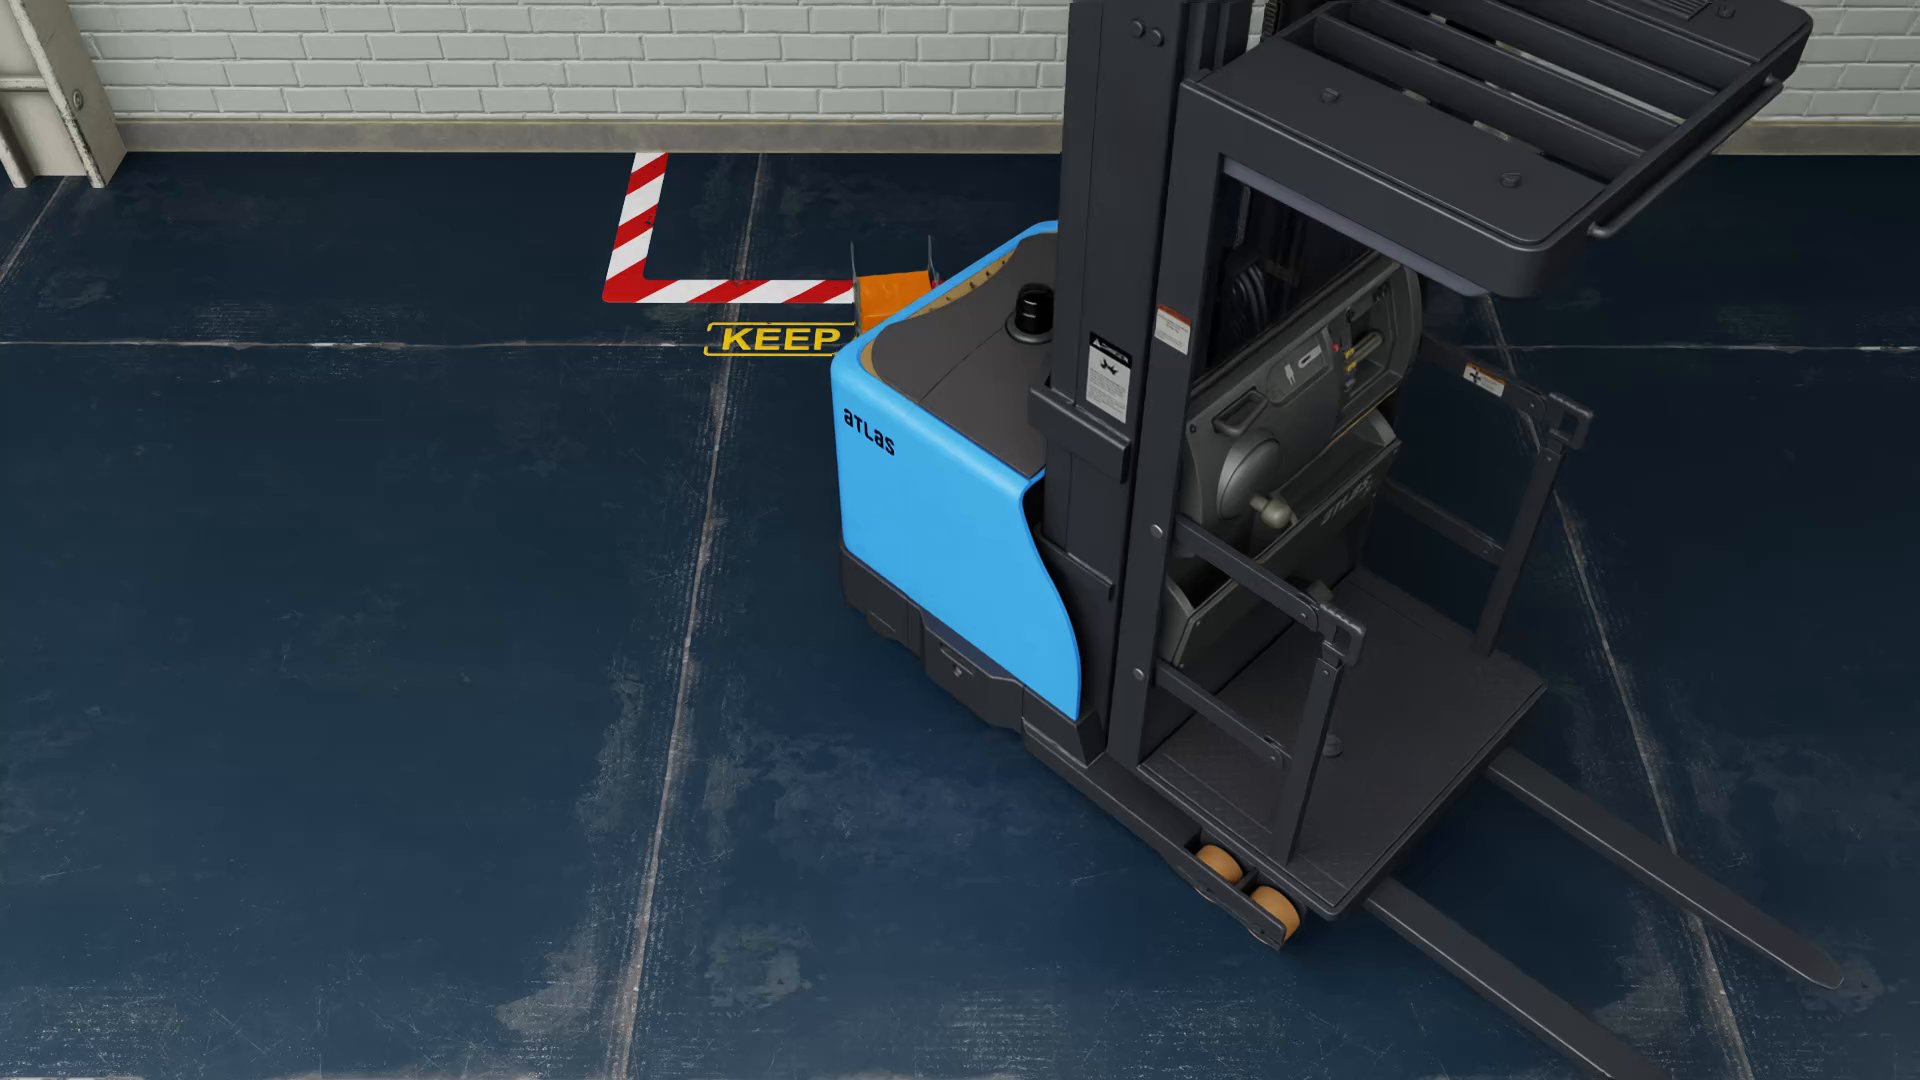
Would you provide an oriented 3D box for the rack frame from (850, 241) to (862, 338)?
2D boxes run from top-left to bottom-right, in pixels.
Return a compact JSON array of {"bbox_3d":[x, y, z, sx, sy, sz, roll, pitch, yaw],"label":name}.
[{"bbox_3d":[-0.323,-0.500,5.498,0.008,1.050,0.200,-6,47,-6],"label":"rack frame"}]

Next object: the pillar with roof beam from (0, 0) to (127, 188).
[{"bbox_3d":[-3.896,-1.546,1.042,0.400,9.000,9.100,0,47,0],"label":"pillar with roof beam"}]

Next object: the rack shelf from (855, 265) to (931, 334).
[{"bbox_3d":[-0.203,-0.699,5.311,0.240,0.259,0.215,-6,47,-6],"label":"rack shelf"}]

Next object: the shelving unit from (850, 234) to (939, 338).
[{"bbox_3d":[-0.203,-0.513,5.511,0.252,1.050,0.215,-6,47,-6],"label":"shelving unit"}]

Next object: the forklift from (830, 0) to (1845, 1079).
[{"bbox_3d":[1.015,-0.296,4.023,3.031,2.935,1.130,35,56,28],"label":"forklift"}]

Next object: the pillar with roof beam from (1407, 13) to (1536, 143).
[{"bbox_3d":[2.104,-1.530,1.026,0.400,9.000,9.100,0,47,0],"label":"pillar with roof beam"}]

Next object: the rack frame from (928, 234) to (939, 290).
[{"bbox_3d":[-0.082,-0.527,5.523,0.008,1.050,0.200,-6,47,-6],"label":"rack frame"}]
